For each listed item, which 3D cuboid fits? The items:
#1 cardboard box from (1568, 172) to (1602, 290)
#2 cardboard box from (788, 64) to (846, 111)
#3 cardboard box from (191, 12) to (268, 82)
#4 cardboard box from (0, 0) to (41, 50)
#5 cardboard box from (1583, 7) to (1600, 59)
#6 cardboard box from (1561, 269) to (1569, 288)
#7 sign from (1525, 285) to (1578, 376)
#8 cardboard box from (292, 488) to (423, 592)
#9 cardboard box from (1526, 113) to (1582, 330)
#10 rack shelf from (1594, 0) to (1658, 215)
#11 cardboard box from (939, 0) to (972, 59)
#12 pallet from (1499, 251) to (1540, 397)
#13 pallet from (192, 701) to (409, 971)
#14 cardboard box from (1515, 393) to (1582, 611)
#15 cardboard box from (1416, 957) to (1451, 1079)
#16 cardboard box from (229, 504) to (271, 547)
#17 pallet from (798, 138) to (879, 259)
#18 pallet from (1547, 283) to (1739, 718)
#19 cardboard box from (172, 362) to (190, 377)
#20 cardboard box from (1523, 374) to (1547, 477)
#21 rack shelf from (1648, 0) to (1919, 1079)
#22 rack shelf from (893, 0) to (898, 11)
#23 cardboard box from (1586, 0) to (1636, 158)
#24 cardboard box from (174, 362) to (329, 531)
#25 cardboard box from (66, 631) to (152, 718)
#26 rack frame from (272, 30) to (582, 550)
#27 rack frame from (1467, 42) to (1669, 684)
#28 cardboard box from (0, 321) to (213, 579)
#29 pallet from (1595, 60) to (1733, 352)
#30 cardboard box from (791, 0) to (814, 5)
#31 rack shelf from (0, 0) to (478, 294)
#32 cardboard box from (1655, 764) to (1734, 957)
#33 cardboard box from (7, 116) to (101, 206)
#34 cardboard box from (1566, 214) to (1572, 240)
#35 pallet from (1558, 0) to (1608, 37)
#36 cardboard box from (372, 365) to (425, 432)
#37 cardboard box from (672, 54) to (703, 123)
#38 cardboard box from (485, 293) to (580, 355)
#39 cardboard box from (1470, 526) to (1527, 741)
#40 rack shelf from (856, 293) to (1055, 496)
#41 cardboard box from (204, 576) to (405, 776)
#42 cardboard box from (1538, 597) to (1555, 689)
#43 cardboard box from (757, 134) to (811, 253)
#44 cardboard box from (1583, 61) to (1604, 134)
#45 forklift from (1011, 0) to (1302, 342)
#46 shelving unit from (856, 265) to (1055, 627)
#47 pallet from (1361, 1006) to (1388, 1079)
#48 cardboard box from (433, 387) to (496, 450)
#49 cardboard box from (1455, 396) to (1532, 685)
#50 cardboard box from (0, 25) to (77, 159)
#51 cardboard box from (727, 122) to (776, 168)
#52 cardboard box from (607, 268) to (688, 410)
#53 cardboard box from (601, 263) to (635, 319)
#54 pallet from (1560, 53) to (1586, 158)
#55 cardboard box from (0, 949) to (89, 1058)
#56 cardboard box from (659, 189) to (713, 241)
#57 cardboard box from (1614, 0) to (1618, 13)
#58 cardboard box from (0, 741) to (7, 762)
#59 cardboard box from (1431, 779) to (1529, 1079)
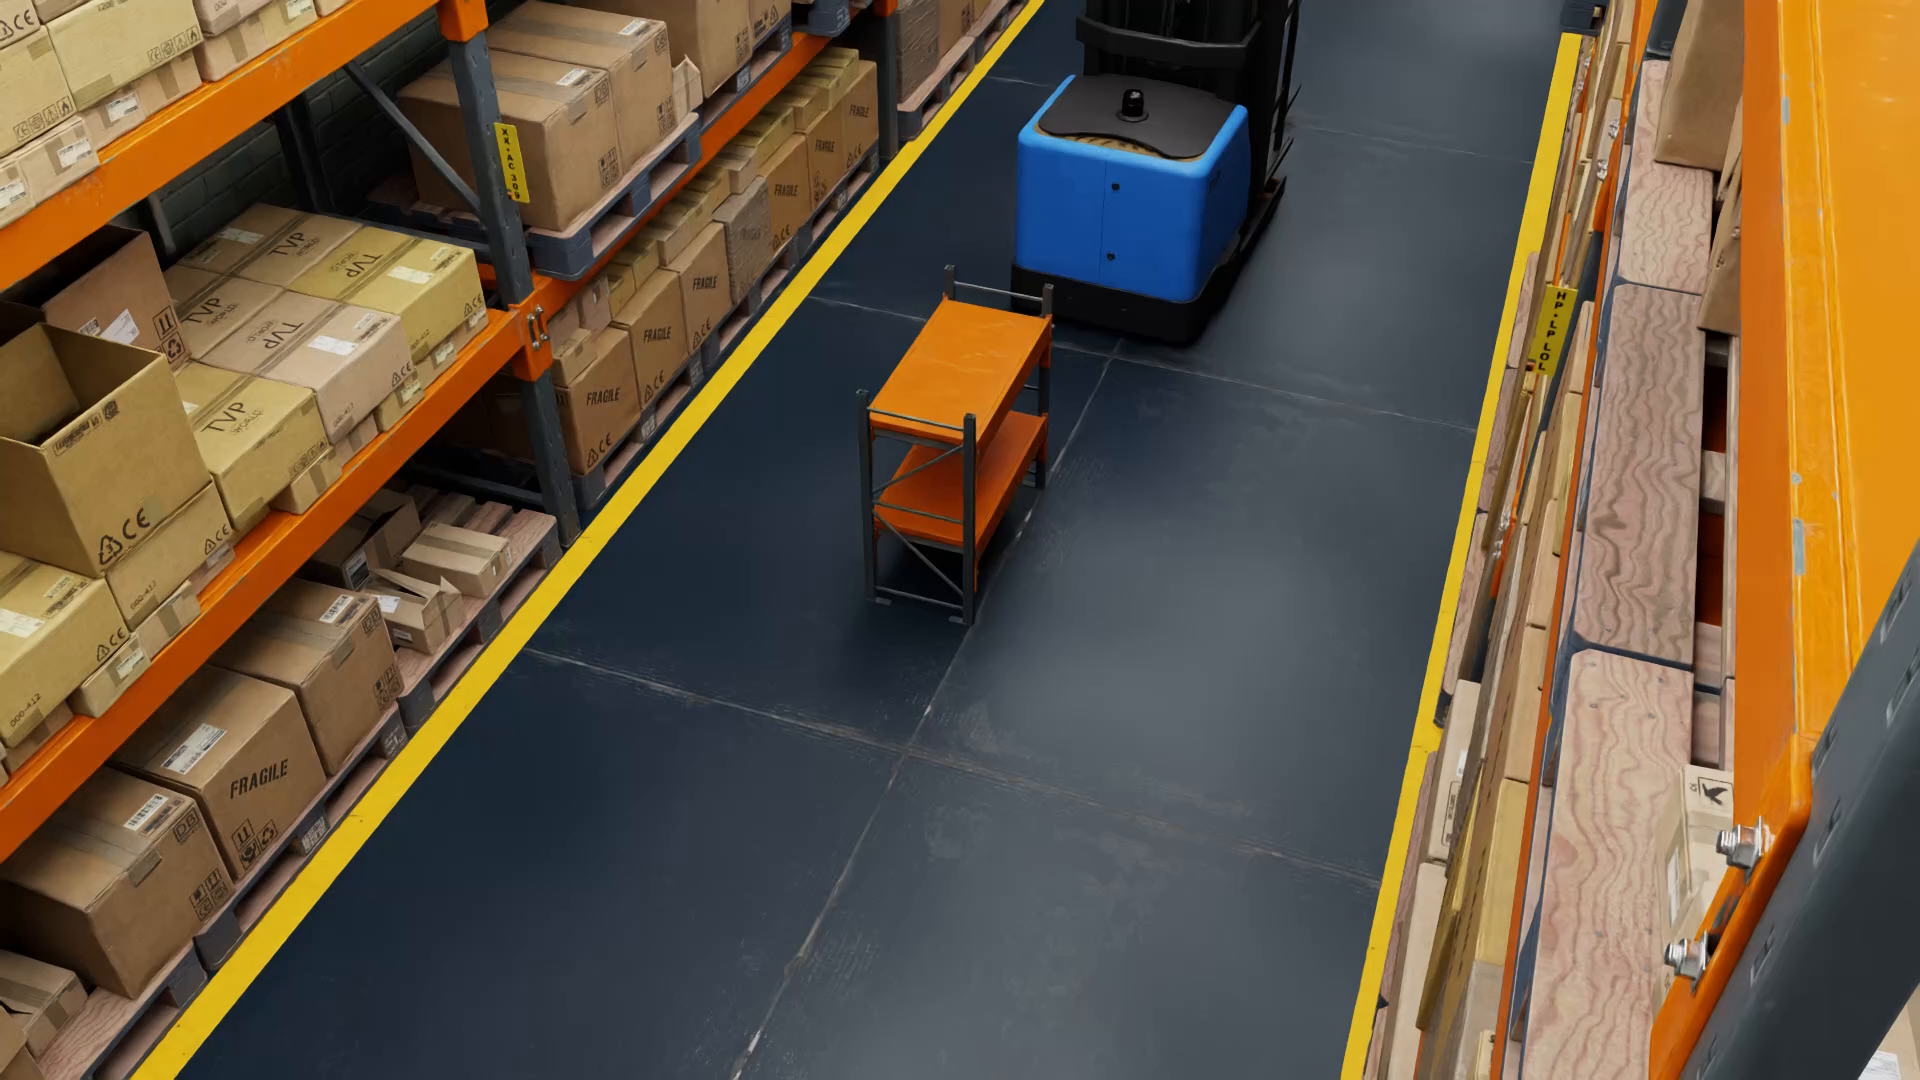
[{"bbox_3d":[2.334,-0.892,5.590,0.500,0.500,0.500,15,43,16],"label":"cardboard box"},{"bbox_3d":[-0.876,-2.609,9.553,0.380,0.149,0.250,11,42,13],"label":"cardboard box"},{"bbox_3d":[-2.369,-1.546,5.087,0.380,0.149,0.250,13,42,15],"label":"cardboard box"},{"bbox_3d":[-2.713,-1.336,4.148,0.500,0.250,0.500,14,43,16],"label":"cardboard box"},{"bbox_3d":[4.733,-3.425,11.108,0.950,0.372,0.625,16,43,18],"label":"cardboard box"},{"bbox_3d":[2.503,-0.908,6.187,0.500,0.250,0.500,14,43,16],"label":"cardboard box"},{"bbox_3d":[1.904,-0.670,5.347,0.100,0.325,0.005,13,42,15],"label":"sign"},{"bbox_3d":[-2.697,-0.031,7.177,0.500,0.311,0.500,15,43,17],"label":"cardboard box"},{"bbox_3d":[3.471,-1.533,8.503,0.875,0.875,0.875,13,42,15],"label":"cardboard box"},{"bbox_3d":[3.101,-2.232,6.252,1.077,0.370,4.000,13,42,15],"label":"rack shelf"},{"bbox_3d":[-0.439,-3.718,11.257,0.875,0.625,0.625,15,43,16],"label":"cardboard box"},{"bbox_3d":[3.444,-1.060,8.783,1.003,0.211,1.213,13,42,15],"label":"pallet"},{"bbox_3d":[-2.900,0.982,6.390,1.003,0.211,1.213,13,42,15],"label":"pallet"},{"bbox_3d":[1.848,-0.020,4.569,0.500,0.500,0.500,13,42,15],"label":"cardboard box"},{"bbox_3d":[1.318,1.285,3.809,0.500,0.500,0.500,14,43,16],"label":"cardboard box"},{"bbox_3d":[-2.625,-0.122,5.729,0.380,0.149,0.250,14,42,16],"label":"cardboard box"},{"bbox_3d":[-1.172,-2.176,10.092,1.003,0.211,1.213,13,42,15],"label":"pallet"},{"bbox_3d":[1.709,-0.014,3.166,1.003,0.211,1.213,13,42,15],"label":"pallet"},{"bbox_3d":[-3.015,-0.437,5.791,0.500,0.250,0.500,14,42,16],"label":"cardboard box"},{"bbox_3d":[2.333,-0.418,5.997,0.500,0.250,0.500,12,42,14],"label":"cardboard box"},{"bbox_3d":[1.733,-0.782,2.549,1.077,0.370,4.000,13,42,15],"label":"rack shelf"},{"bbox_3d":[-0.197,-4.630,11.374,1.077,0.370,4.000,13,42,15],"label":"rack shelf"},{"bbox_3d":[2.859,-1.833,6.693,0.500,0.500,0.500,14,42,16],"label":"cardboard box"},{"bbox_3d":[-2.534,-0.326,5.661,0.500,0.250,0.500,13,42,15],"label":"cardboard box"},{"bbox_3d":[-2.759,0.376,5.145,0.380,0.149,0.250,12,42,14],"label":"cardboard box"},{"bbox_3d":[-2.249,-1.244,6.851,1.000,3.000,0.127,13,42,15],"label":"rack frame"},{"bbox_3d":[2.417,-0.145,5.563,1.000,3.000,0.127,13,42,15],"label":"rack frame"},{"bbox_3d":[-2.696,-0.278,5.027,0.500,0.500,0.500,14,43,16],"label":"cardboard box"},{"bbox_3d":[2.127,-0.756,4.036,1.003,0.211,1.213,13,42,15],"label":"pallet"},{"bbox_3d":[-0.938,-3.071,8.785,0.500,0.250,0.500,11,42,13],"label":"cardboard box"},{"bbox_3d":[-2.933,-0.892,4.681,1.077,0.370,4.000,13,42,15],"label":"rack shelf"},{"bbox_3d":[1.187,0.483,2.308,0.380,0.149,0.250,10,42,12],"label":"cardboard box"},{"bbox_3d":[-2.593,-1.060,4.517,0.380,0.149,0.250,14,42,16],"label":"cardboard box"},{"bbox_3d":[2.872,-1.347,7.087,0.500,0.250,0.500,13,42,15],"label":"cardboard box"},{"bbox_3d":[3.928,-2.970,9.022,1.213,0.211,1.003,13,42,15],"label":"pallet"},{"bbox_3d":[-2.255,-0.571,6.255,0.380,0.149,0.250,14,43,16],"label":"cardboard box"},{"bbox_3d":[-1.413,-2.115,7.652,0.396,0.266,0.258,15,43,17],"label":"cardboard box"},{"bbox_3d":[-1.933,-0.986,7.422,0.380,0.149,0.250,13,42,14],"label":"cardboard box"},{"bbox_3d":[1.835,0.351,4.904,0.500,0.500,0.500,14,42,15],"label":"cardboard box"},{"bbox_3d":[-0.002,-0.646,7.144,0.538,0.278,1.000,13,42,15],"label":"rack shelf"},{"bbox_3d":[-2.635,0.489,6.422,0.700,0.500,0.500,12,42,13],"label":"cardboard box"},{"bbox_3d":[1.527,0.249,3.753,0.380,0.149,0.250,13,42,15],"label":"cardboard box"},{"bbox_3d":[-1.181,-1.965,9.298,0.500,0.500,0.500,15,43,17],"label":"cardboard box"},{"bbox_3d":[3.020,-1.847,7.288,0.500,0.250,0.500,13,42,15],"label":"cardboard box"},{"bbox_3d":[1.325,-3.129,9.112,1.130,2.935,3.031,15,43,17],"label":"forklift"},{"bbox_3d":[-0.002,-0.424,7.334,0.538,1.125,1.048,13,42,15],"label":"shelving unit"},{"bbox_3d":[1.668,2.109,5.069,1.003,0.211,1.213,13,42,15],"label":"pallet"},{"bbox_3d":[-2.359,-0.818,7.954,0.500,0.500,0.500,13,42,15],"label":"cardboard box"},{"bbox_3d":[2.554,0.108,6.580,0.875,0.875,0.875,15,43,16],"label":"cardboard box"},{"bbox_3d":[-2.712,-1.157,4.323,0.500,0.250,0.500,13,42,14],"label":"cardboard box"},{"bbox_3d":[-1.225,-2.155,9.021,0.380,0.149,0.250,13,42,14],"label":"cardboard box"},{"bbox_3d":[-1.699,-1.025,8.197,0.500,0.500,0.500,13,42,15],"label":"cardboard box"},{"bbox_3d":[-1.777,-1.205,7.907,0.380,0.149,0.250,11,42,13],"label":"cardboard box"},{"bbox_3d":[4.472,-2.742,10.755,1.003,0.211,1.213,13,42,15],"label":"pallet"},{"bbox_3d":[-3.137,1.518,5.487,0.380,0.149,0.250,12,42,13],"label":"cardboard box"},{"bbox_3d":[-1.488,-1.670,8.453,0.380,0.149,0.250,15,43,17],"label":"cardboard box"},{"bbox_3d":[3.386,-2.757,7.776,0.500,0.500,0.500,12,42,14],"label":"cardboard box"},{"bbox_3d":[-3.036,0.615,4.558,0.500,0.250,0.500,14,42,16],"label":"cardboard box"},{"bbox_3d":[1.314,0.903,3.487,0.500,0.500,0.500,13,42,15],"label":"cardboard box"}]
